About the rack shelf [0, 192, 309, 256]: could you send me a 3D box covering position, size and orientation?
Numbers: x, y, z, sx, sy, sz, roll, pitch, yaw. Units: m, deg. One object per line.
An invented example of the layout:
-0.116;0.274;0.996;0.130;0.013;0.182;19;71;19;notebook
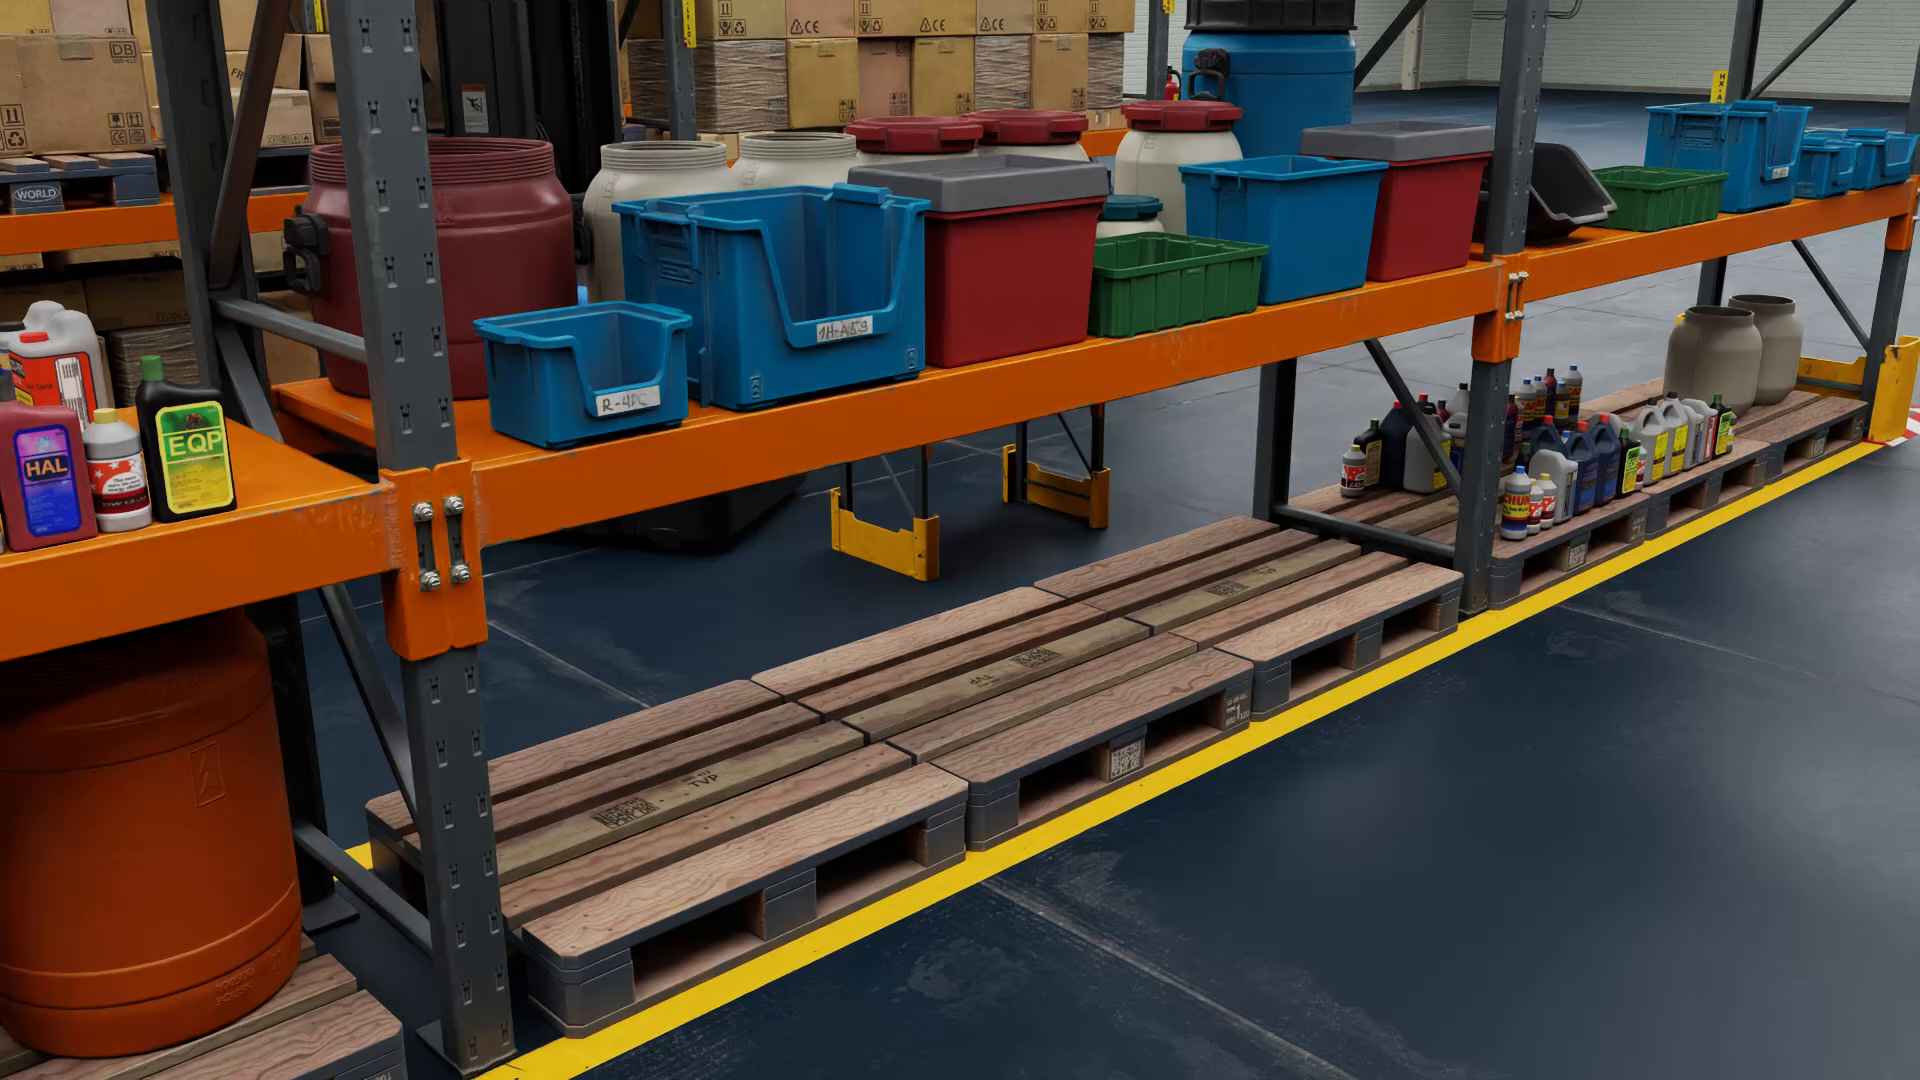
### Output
-3.286;-1.609;8.250;4.000;0.370;1.077;-16;24;-41;rack shelf

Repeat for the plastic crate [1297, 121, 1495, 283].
1.428;-1.124;5.485;0.583;0.464;0.402;-16;24;-41;plastic crate

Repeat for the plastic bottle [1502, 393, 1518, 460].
2.408;-0.502;7.361;0.133;0.283;0.061;-16;24;-41;plastic bottle

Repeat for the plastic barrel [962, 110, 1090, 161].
0.191;-1.021;5.049;0.433;0.535;0.433;0;18;0;plastic barrel

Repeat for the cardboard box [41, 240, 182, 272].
-6.260;-2.282;12.127;0.750;0.750;1.050;-16;24;-41;cardboard box

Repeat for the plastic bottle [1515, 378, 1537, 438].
2.623;-0.616;7.731;0.097;0.271;0.097;0;18;0;plastic bottle

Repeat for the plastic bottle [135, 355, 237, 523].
-1.337;-0.181;2.868;0.133;0.283;0.061;-16;24;-41;plastic bottle

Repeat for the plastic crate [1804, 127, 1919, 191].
4.318;-1.869;8.126;0.616;0.251;0.499;-16;24;-41;plastic crate

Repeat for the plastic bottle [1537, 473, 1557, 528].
2.250;-0.156;6.425;0.097;0.201;0.097;0;18;0;plastic bottle

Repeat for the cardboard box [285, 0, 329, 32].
-4.876;-4.163;12.968;0.550;0.550;0.875;-16;24;-41;cardboard box

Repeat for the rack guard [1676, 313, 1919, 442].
4.453;-0.897;8.941;0.348;0.500;1.175;-16;24;-41;rack guard

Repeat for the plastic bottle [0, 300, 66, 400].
-1.873;-0.339;3.369;0.135;0.276;0.152;-16;24;-41;plastic bottle

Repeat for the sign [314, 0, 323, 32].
-4.788;-3.902;12.406;0.005;0.325;0.100;-16;24;-41;sign

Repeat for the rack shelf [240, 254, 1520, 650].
0.117;-0.499;4.827;4.000;0.370;1.077;-16;24;-41;rack shelf

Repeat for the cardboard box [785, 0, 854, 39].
-0.969;-3.184;9.677;0.500;0.500;0.500;-16;24;-41;cardboard box

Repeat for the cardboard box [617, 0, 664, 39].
-1.695;-3.197;9.715;0.500;0.500;0.500;-16;24;-41;cardboard box

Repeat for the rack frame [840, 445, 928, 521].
-0.307;-0.624;6.477;0.032;1.500;0.500;-16;24;-41;rack frame

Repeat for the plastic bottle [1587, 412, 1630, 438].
2.767;-0.415;7.103;0.135;0.276;0.152;-16;24;-41;plastic bottle

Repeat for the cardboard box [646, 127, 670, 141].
-1.879;-2.367;9.829;0.250;0.149;0.380;-16;24;-41;cardboard box

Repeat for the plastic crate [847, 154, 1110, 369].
0.048;-0.722;4.244;0.583;0.464;0.402;-16;24;-41;plastic crate

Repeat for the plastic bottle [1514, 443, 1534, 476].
2.245;-0.250;6.583;0.133;0.283;0.061;-16;24;-41;plastic bottle

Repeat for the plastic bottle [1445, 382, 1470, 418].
2.214;-0.524;7.320;0.185;0.351;0.144;-16;24;-41;plastic bottle

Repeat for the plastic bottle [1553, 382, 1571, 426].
2.870;-0.655;7.964;0.097;0.201;0.097;0;18;0;plastic bottle

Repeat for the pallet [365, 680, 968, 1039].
-0.747;0.754;4.318;1.213;0.211;1.003;-16;24;-41;pallet

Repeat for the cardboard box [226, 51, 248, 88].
-5.363;-3.385;12.400;0.500;0.500;0.500;-16;24;-41;cardboard box

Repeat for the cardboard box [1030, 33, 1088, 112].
0.374;-3.168;11.249;0.500;0.500;0.875;-16;24;-41;cardboard box

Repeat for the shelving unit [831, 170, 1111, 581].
0.055;-0.730;6.803;1.083;1.500;0.587;-16;24;-41;shelving unit

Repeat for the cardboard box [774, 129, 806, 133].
-1.117;-2.343;9.755;0.250;0.149;0.380;-16;24;-41;cardboard box

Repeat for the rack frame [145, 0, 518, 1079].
-1.337;-0.417;3.409;0.127;3.000;1.000;-16;24;-41;rack frame

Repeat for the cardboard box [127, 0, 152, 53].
-5.896;-3.815;12.105;0.500;0.500;0.700;-17;24;-42;cardboard box

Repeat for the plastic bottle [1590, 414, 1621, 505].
2.579;-0.332;6.728;0.144;0.351;0.185;17;24;42;plastic bottle

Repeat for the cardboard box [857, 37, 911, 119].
-0.782;-2.872;10.335;0.500;0.500;0.875;-16;24;-41;cardboard box

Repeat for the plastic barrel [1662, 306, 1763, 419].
3.686;-0.866;8.146;0.421;0.512;0.421;0;18;0;plastic barrel

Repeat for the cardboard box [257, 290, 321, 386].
-3.465;-0.936;8.348;0.500;0.500;0.700;-14;23;-36;cardboard box

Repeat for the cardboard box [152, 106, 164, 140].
-3.713;-2.077;8.065;0.396;0.266;0.258;17;25;42;cardboard box

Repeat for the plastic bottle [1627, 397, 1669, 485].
2.887;-0.422;7.006;0.185;0.351;0.144;-17;24;-41;plastic bottle

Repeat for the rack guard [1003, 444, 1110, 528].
0.417;-0.241;7.321;0.087;0.250;0.587;-16;24;-41;rack guard

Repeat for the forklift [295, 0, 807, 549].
-2.273;-1.595;7.153;3.031;2.935;1.130;5;19;15;forklift

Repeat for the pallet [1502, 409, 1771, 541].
2.973;-0.331;7.665;1.213;0.211;1.003;-16;24;-41;pallet

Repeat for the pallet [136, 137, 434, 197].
-3.329;-1.865;8.184;1.213;0.211;1.003;-16;24;-41;pallet

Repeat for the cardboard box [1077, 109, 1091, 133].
0.680;-2.879;11.409;0.250;0.149;0.380;-16;24;-41;cardboard box

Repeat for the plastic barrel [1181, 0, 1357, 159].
1.081;-1.490;5.903;0.708;0.901;0.600;-16;24;-41;plastic barrel

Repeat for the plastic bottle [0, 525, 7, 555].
-1.601;-0.072;2.667;0.097;0.201;0.097;0;18;0;plastic bottle

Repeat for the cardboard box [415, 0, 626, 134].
-2.507;-2.723;8.867;1.000;1.000;1.000;-16;24;-40;cardboard box

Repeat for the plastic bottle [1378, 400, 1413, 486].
1.840;-0.415;6.984;0.185;0.351;0.144;-17;25;-42;plastic bottle

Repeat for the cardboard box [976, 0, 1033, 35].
0.119;-3.503;10.659;0.500;0.500;0.500;-16;24;-41;cardboard box

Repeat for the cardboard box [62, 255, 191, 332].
-3.895;-1.168;7.847;0.500;0.250;0.500;-13;22;-35;cardboard box

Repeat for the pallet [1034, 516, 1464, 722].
1.026;0.236;5.913;1.213;0.211;1.003;-16;24;-41;pallet

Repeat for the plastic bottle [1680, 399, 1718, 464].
3.241;-0.492;7.340;0.135;0.276;0.152;-16;24;-40;plastic bottle

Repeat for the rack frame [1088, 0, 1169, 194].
1.073;-3.223;12.061;0.127;3.000;1.000;-16;24;-41;rack frame

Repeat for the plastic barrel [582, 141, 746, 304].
-0.736;-0.737;4.211;0.421;0.512;0.421;0;18;0;plastic barrel

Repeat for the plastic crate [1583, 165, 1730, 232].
2.750;-1.389;6.748;0.662;0.188;0.450;-16;24;-41;plastic crate
